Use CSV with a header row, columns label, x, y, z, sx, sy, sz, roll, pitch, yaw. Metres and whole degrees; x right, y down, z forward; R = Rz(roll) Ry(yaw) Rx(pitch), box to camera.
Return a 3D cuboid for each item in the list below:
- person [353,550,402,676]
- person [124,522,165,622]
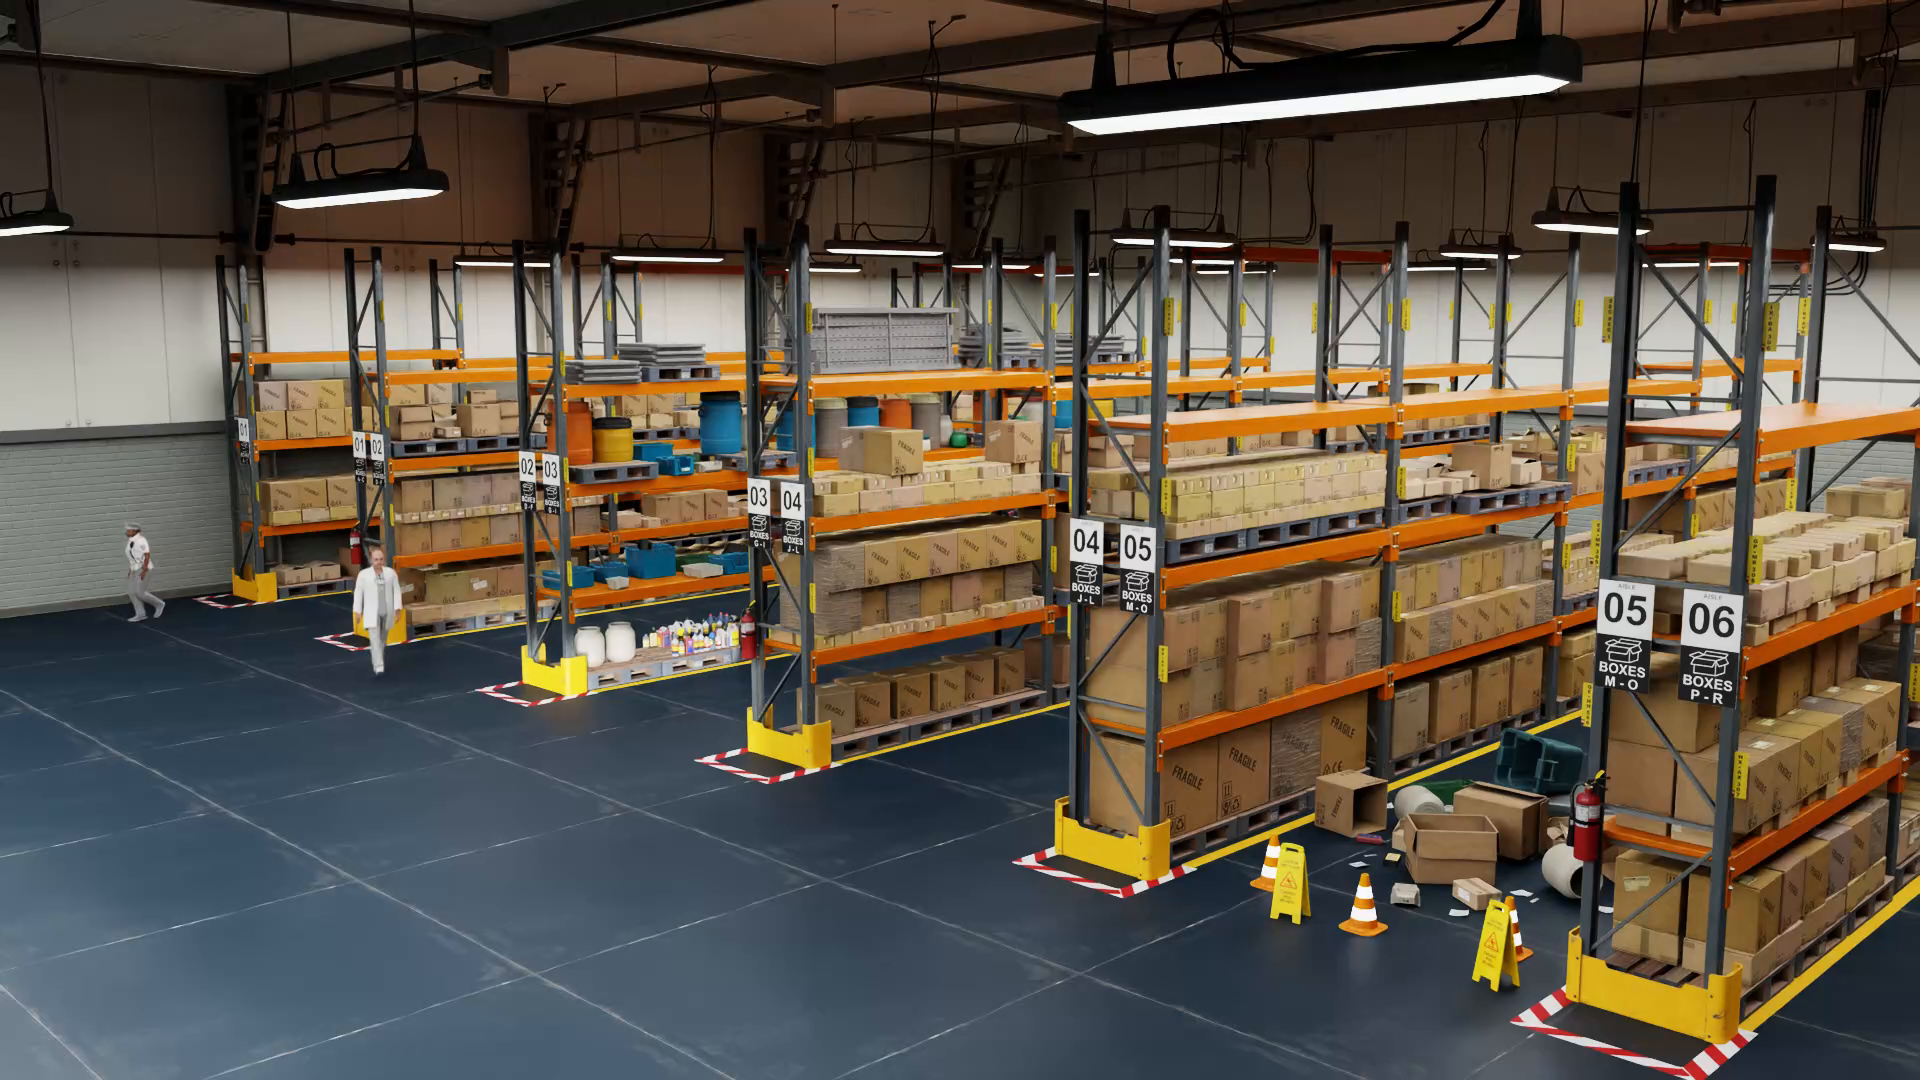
label,x,y,z,sx,sy,sz,roll,pitch,yaw
person,-8.094,1.014,23.228,0.610,1.702,1.099,-7,11,-40
person,-13.381,0.503,27.270,0.540,1.659,0.555,7,11,43
